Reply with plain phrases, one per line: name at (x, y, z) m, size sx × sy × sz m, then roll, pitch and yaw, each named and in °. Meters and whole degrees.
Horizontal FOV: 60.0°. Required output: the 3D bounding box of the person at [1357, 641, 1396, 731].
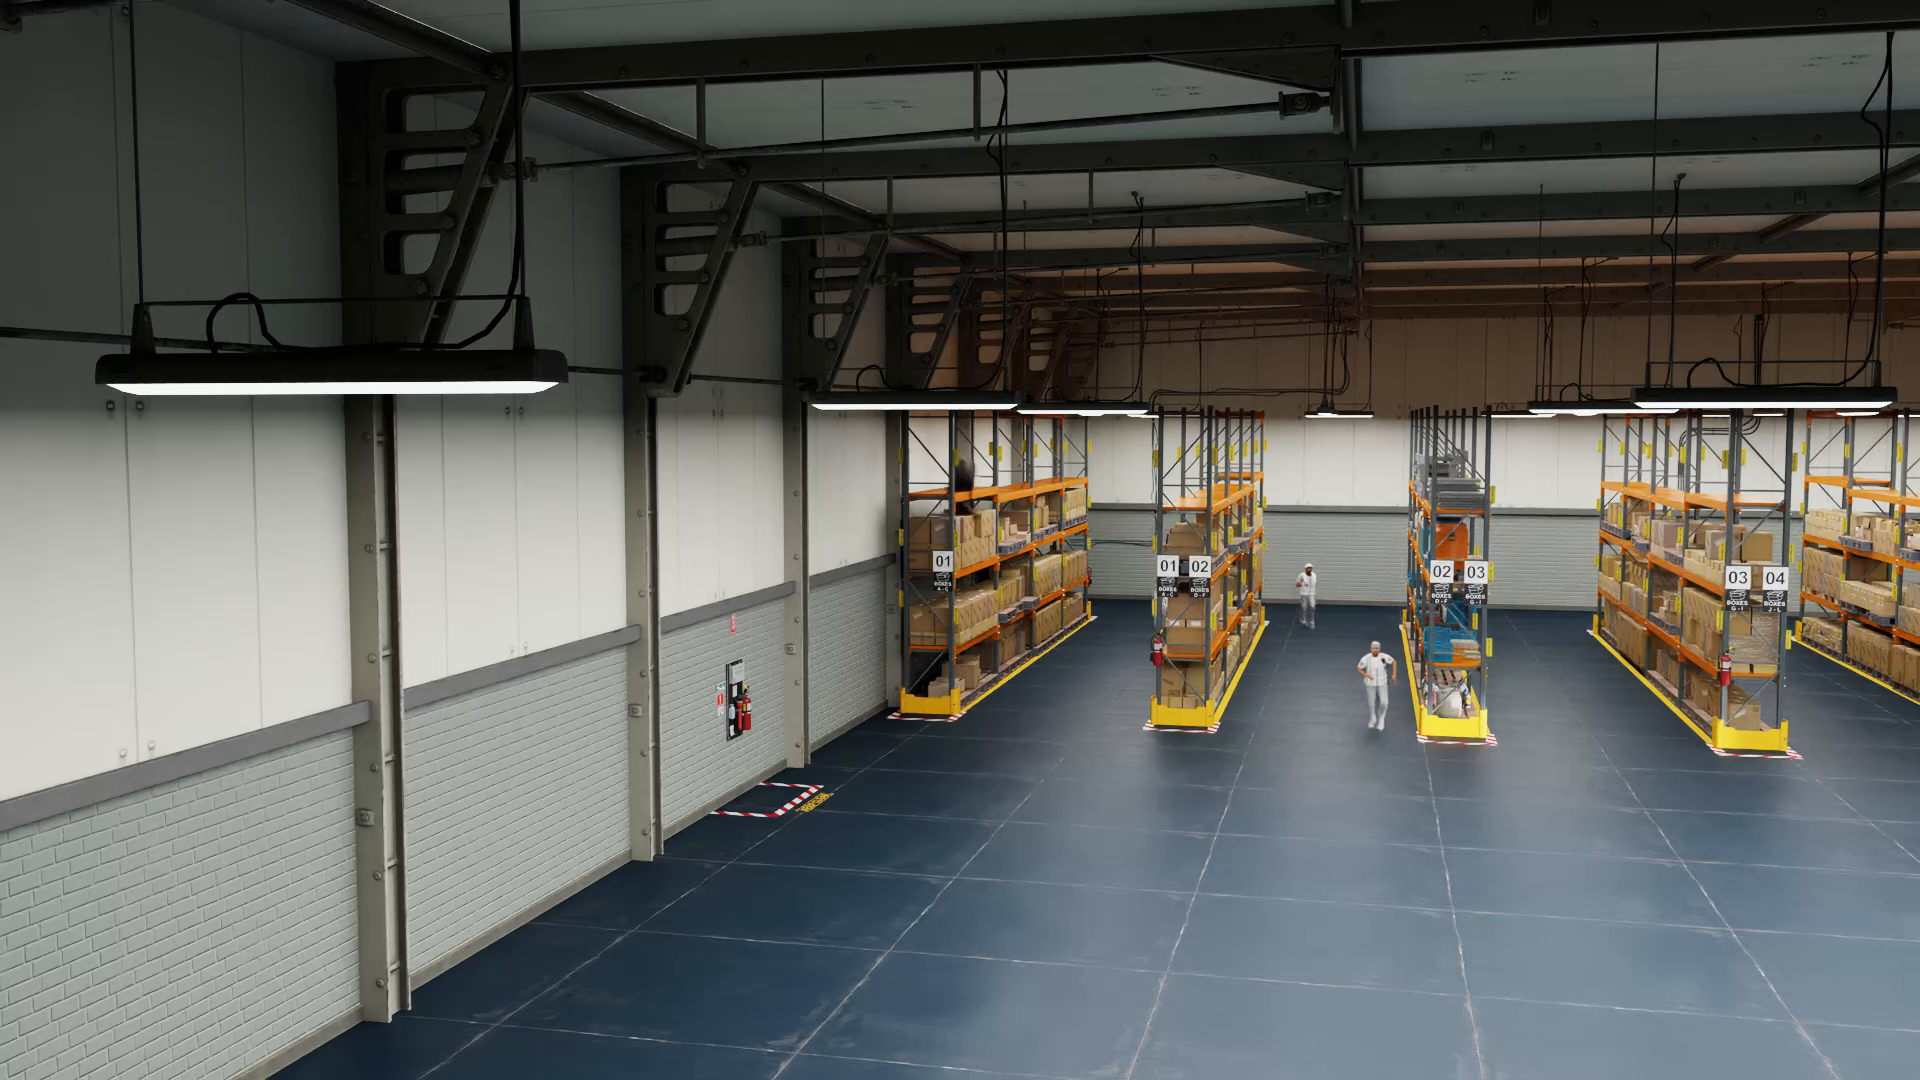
person at (7.700, 2.688, 30.744) m, size 0.713 × 1.658 × 0.661 m, roll 1°, pitch 4°, yaw 8°

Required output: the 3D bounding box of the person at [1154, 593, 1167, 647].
person at (5.166, 1.874, 42.162) m, size 0.591 × 1.655 × 0.796 m, roll 1°, pitch 4°, yaw 19°

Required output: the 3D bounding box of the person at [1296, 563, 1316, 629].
person at (9.575, 1.556, 45.909) m, size 0.656 × 1.849 × 0.768 m, roll -1°, pitch 4°, yaw -8°
